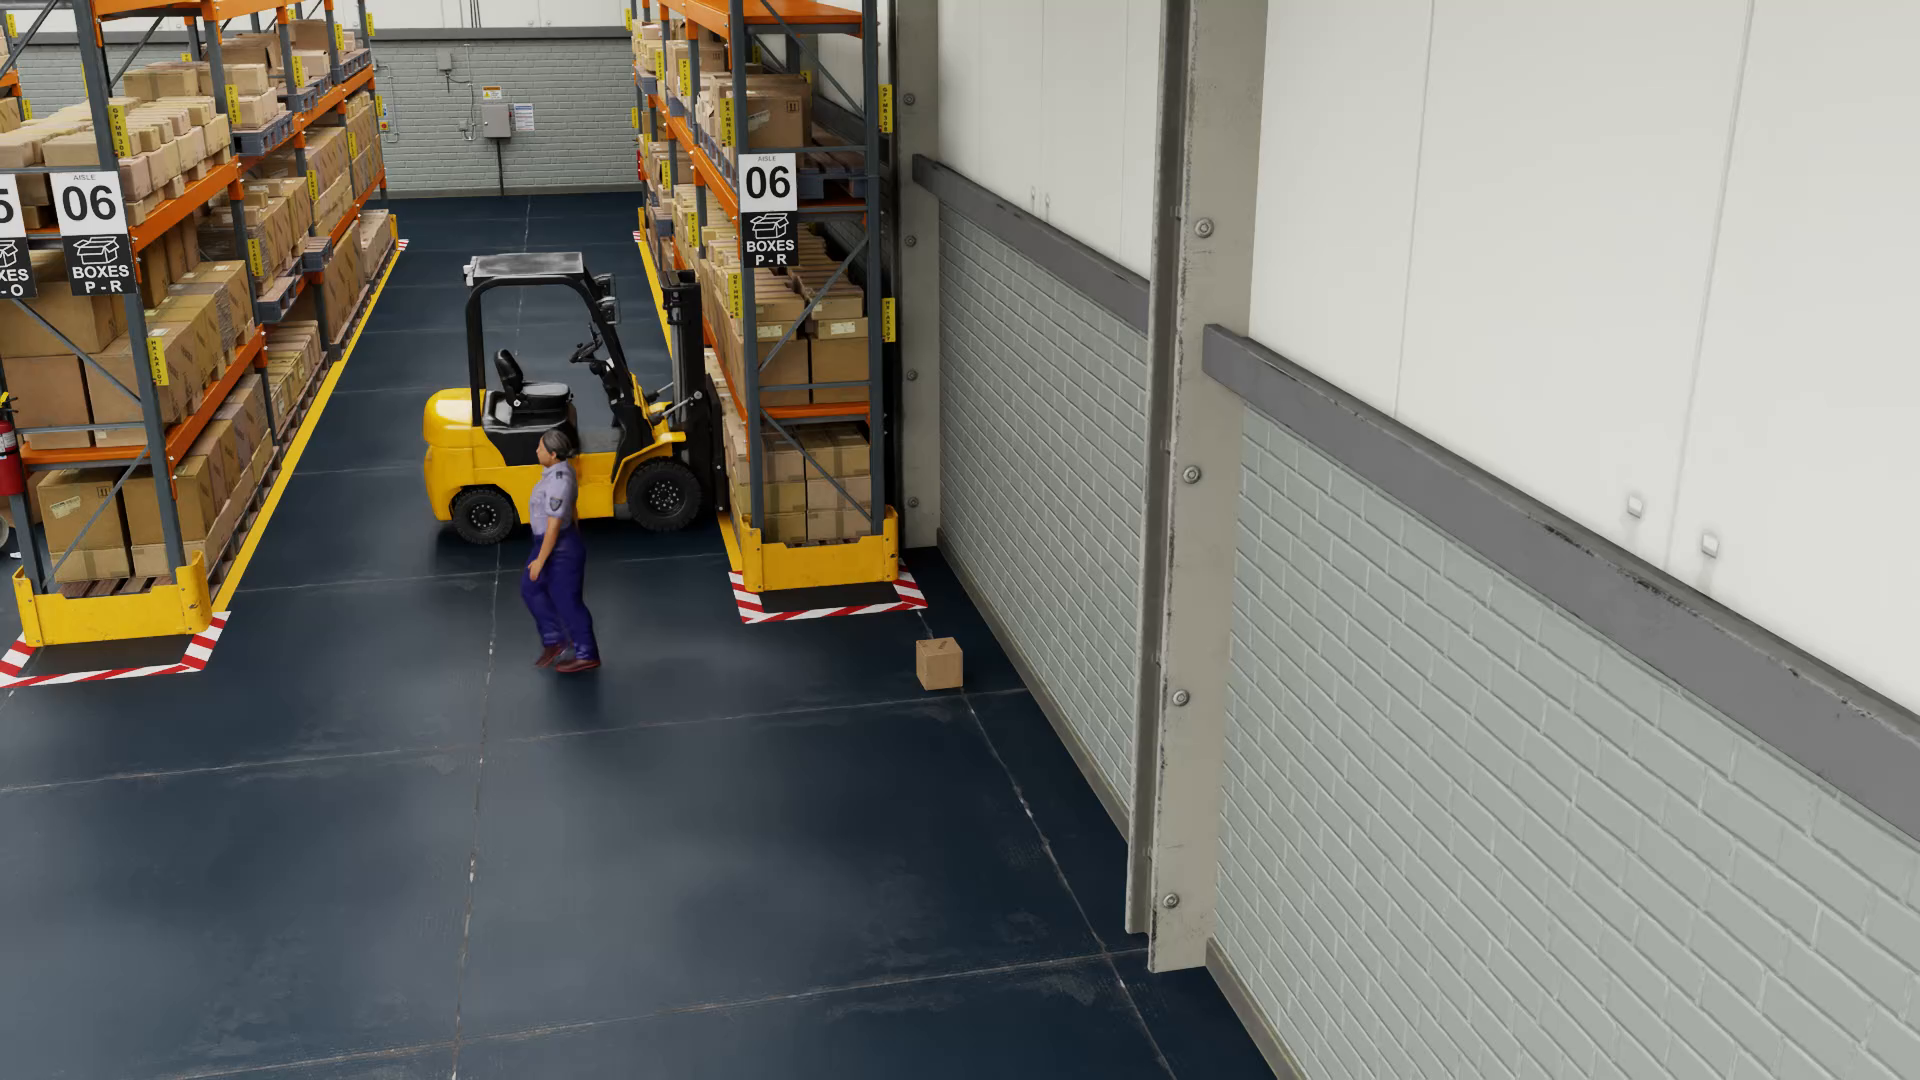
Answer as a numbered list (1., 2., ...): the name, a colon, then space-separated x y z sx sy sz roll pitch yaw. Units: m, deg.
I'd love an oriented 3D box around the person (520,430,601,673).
1. person: -2.643 0.111 10.817 0.481 1.707 0.480 -5 20 -12
